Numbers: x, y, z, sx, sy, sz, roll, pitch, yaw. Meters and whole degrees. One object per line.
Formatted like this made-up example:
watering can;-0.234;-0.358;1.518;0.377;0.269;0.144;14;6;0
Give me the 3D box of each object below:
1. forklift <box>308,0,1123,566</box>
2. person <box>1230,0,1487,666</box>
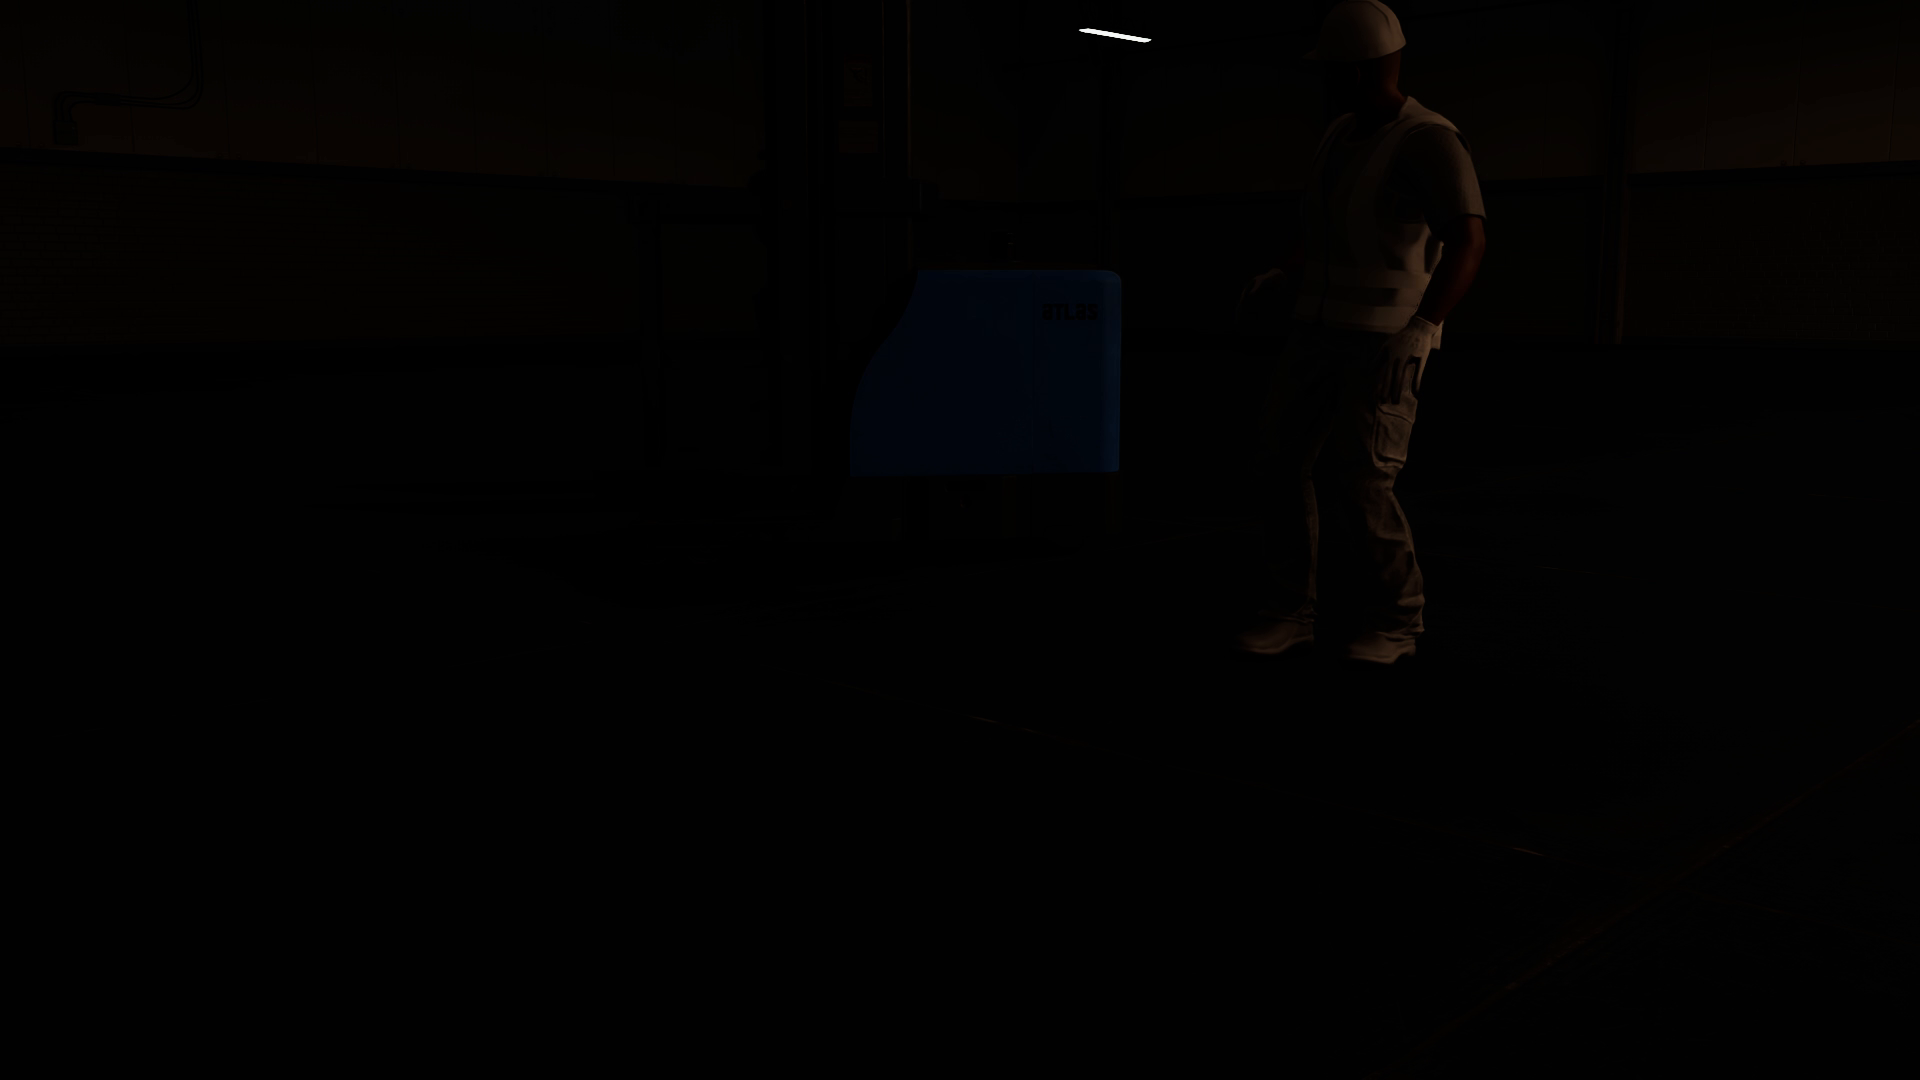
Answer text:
forklift;-0.935;-1.439;6.431;3.031;2.935;1.130;-1;9;-9
person;1.041;-0.531;4.416;0.518;1.742;0.763;-5;10;-29
